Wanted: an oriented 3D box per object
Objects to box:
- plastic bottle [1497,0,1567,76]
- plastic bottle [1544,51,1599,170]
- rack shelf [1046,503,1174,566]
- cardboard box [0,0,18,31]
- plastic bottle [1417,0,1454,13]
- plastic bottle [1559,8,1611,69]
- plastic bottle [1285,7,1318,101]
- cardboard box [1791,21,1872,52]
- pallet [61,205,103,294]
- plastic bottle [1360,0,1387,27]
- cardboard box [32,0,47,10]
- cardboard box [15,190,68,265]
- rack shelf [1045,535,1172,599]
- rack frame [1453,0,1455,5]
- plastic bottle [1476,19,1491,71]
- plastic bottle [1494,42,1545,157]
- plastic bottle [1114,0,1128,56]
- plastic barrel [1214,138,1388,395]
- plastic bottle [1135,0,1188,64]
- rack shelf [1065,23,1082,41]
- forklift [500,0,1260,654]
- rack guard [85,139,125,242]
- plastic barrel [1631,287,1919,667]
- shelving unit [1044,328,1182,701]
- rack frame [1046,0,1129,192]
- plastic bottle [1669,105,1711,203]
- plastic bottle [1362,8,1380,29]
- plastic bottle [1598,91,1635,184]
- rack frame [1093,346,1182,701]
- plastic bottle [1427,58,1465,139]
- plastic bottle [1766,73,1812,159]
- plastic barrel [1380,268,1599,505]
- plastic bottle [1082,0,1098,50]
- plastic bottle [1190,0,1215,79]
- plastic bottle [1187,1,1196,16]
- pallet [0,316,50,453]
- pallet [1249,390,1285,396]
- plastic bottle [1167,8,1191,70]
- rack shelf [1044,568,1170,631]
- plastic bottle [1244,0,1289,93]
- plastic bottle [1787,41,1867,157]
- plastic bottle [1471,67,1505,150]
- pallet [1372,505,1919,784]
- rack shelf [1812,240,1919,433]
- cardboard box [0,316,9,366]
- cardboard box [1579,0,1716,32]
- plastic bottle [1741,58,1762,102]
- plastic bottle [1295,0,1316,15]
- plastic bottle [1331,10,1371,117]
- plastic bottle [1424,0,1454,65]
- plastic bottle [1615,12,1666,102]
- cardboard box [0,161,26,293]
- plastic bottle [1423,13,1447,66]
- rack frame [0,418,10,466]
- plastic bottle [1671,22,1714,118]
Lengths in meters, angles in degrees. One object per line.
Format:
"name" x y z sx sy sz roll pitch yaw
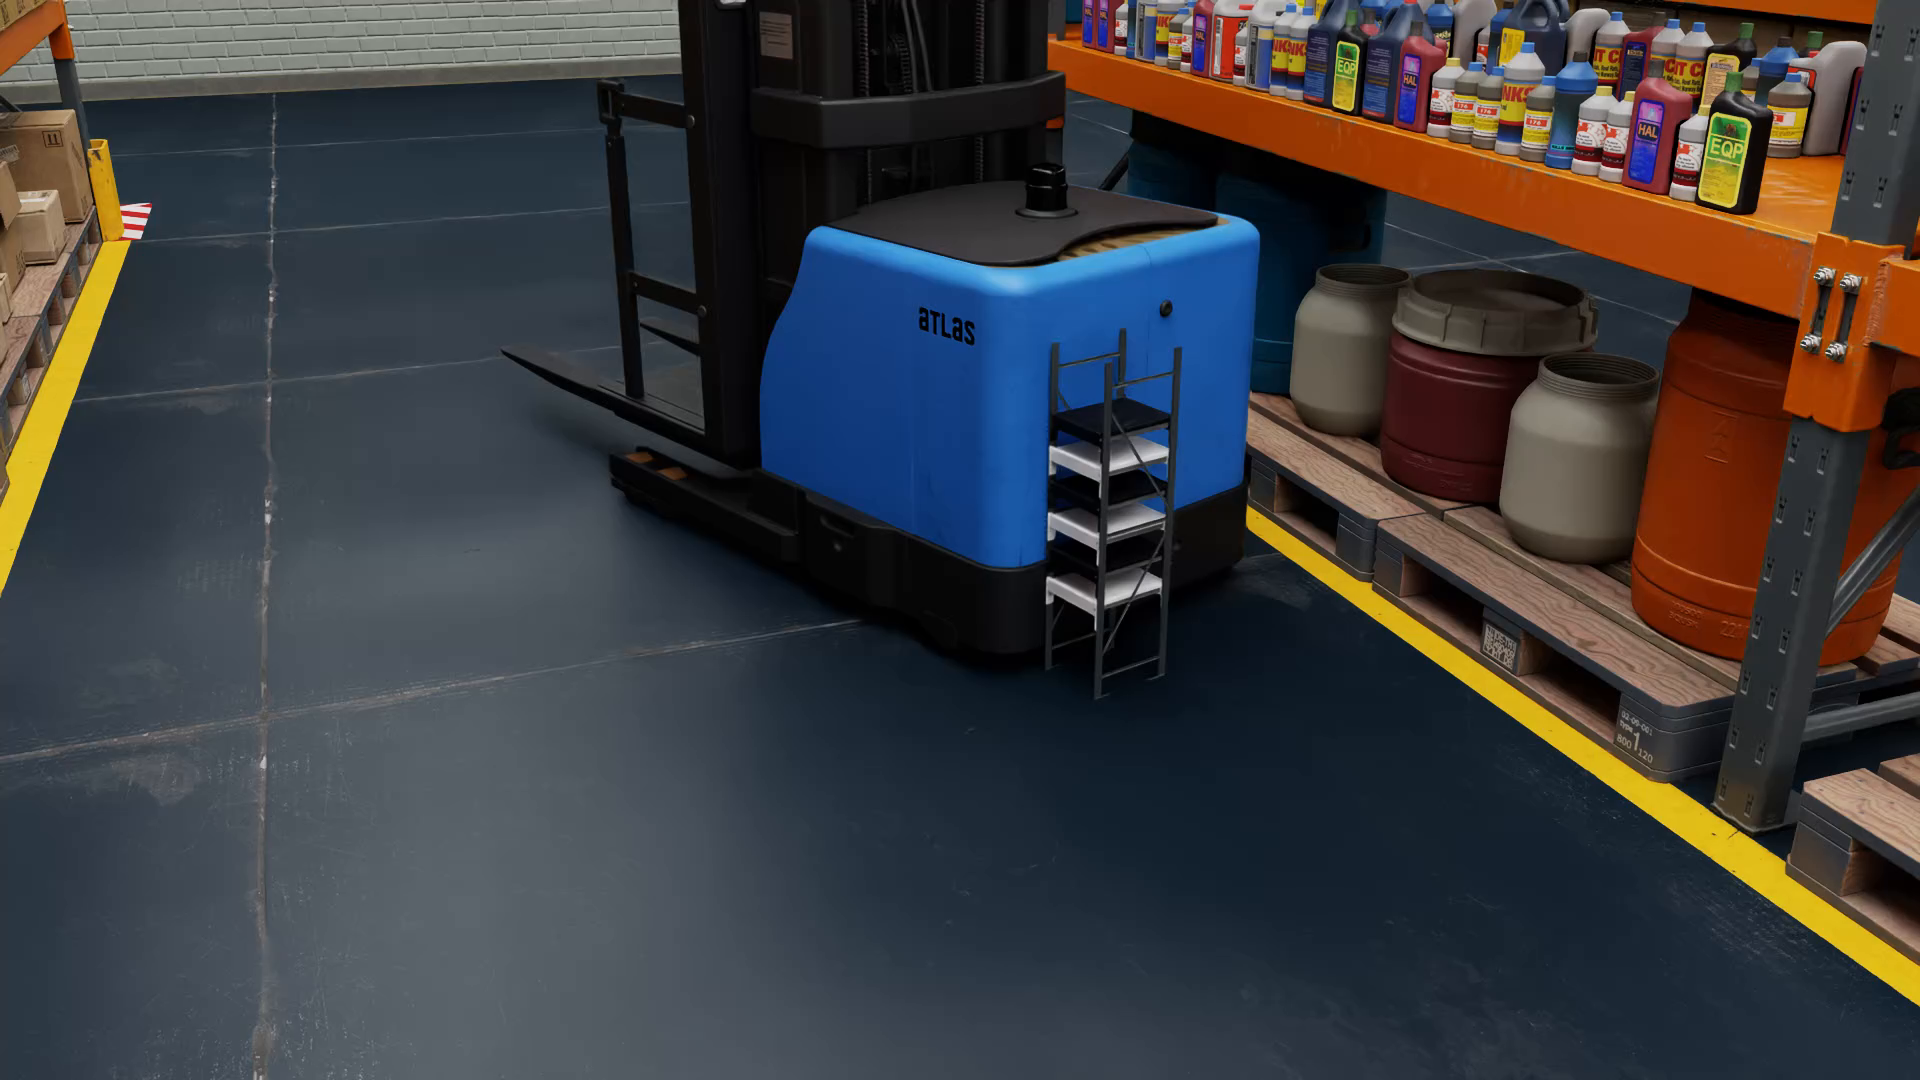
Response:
"plastic bottle" 1.712 -1.485 4.975 0.144 0.351 0.185 -8 24 -19
"plastic bottle" 1.483 -1.042 4.025 0.097 0.271 0.097 0 23 0
"rack shelf" 0.382 -0.030 4.249 0.258 0.077 0.200 -16 27 -33
"cardboard box" -4.314 -2.409 6.976 0.500 0.500 0.500 -9 24 -20
"plastic bottle" 1.583 -1.746 5.690 0.152 0.276 0.135 -8 24 -19
"plastic bottle" 1.859 -1.462 5.016 0.152 0.276 0.135 -8 24 -19
"plastic bottle" 1.052 -1.485 5.077 0.097 0.271 0.097 0 23 0
"cardboard box" 5.262 -2.412 9.305 0.875 0.875 0.875 -8 24 -19
"pallet" -4.953 -1.440 8.394 1.003 0.211 1.213 -8 24 -19
"plastic bottle" 1.425 -1.769 5.750 0.097 0.271 0.097 0 23 0
"cardboard box" -4.663 -2.775 7.842 0.500 0.500 0.500 -8 24 -19
"cardboard box" -4.532 -1.465 7.837 0.500 0.250 0.500 -8 24 -19
"rack shelf" 0.382 0.053 4.284 0.258 0.077 0.200 -16 27 -33
"rack frame" 4.007 -4.400 11.827 1.000 3.000 0.127 -8 24 -19
"plastic bottle" 1.731 -1.589 5.414 0.097 0.201 0.097 0 23 0
"plastic bottle" 1.415 -1.112 4.193 0.097 0.271 0.097 0 23 0
"plastic bottle" 0.622 -1.896 6.141 0.097 0.201 0.097 0 23 0
"plastic barrel" 1.213 -1.036 6.007 0.600 0.901 0.708 -8 24 -19
"plastic bottle" 0.723 -1.856 5.952 0.152 0.276 0.135 -8 24 -19
"rack shelf" 0.080 -2.662 8.630 1.077 0.370 4.000 -8 24 -19
"forklift" -0.517 -1.540 5.131 1.130 2.935 3.031 -19 30 -38
"rack guard" -5.235 -1.862 9.025 1.175 0.500 0.348 -8 24 -19
"plastic barrel" 2.011 -0.182 4.074 0.600 0.830 0.708 -8 24 -19
"shelving unit" 0.382 -0.061 4.236 0.258 0.900 0.210 -16 27 -33
"rack frame" 0.786 -2.267 6.766 1.000 3.000 0.127 -8 24 -19
"plastic bottle" 1.634 -0.855 3.672 0.097 0.201 0.097 0 23 0
"plastic bottle" 1.221 -1.470 5.040 0.097 0.271 0.097 0 23 0
"plastic bottle" 1.552 -0.939 3.871 0.097 0.201 0.097 0 23 0
"rack frame" 0.442 -0.029 4.160 0.240 0.900 0.006 -16 27 -33
"plastic bottle" 1.311 -1.186 4.458 0.097 0.201 0.097 0 23 0
"plastic bottle" 2.075 -1.068 4.177 0.097 0.201 0.097 0 23 0
"plastic barrel" 1.612 -0.481 5.094 0.600 0.588 0.708 -8 24 -19
"plastic bottle" 0.517 -2.021 6.334 0.061 0.283 0.133 -8 24 -19
"plastic bottle" 0.831 -1.699 5.568 0.061 0.283 0.133 -8 24 -19
"plastic bottle" 0.833 -1.846 6.023 0.097 0.201 0.097 0 23 0
"pallet" -4.091 -0.553 6.291 1.003 0.211 1.213 -8 24 -19
"pallet" 1.020 -0.696 6.629 1.003 0.211 1.213 -8 24 -19
"plastic bottle" 0.772 -1.741 5.773 0.097 0.201 0.097 0 23 0
"rack shelf" 0.382 0.135 4.319 0.258 0.077 0.200 -16 27 -33
"plastic bottle" 1.002 -1.569 5.269 0.152 0.276 0.135 -8 24 -19
"plastic bottle" 2.186 -1.126 4.219 0.152 0.276 0.135 -8 24 -19
"plastic bottle" 1.380 -1.115 4.290 0.097 0.201 0.097 0 23 0
"pallet" 1.882 0.191 4.526 1.003 0.211 1.213 -8 24 -19
"rack shelf" 2.906 0.245 1.733 1.077 0.370 4.000 -8 24 -19
"cardboard box" -3.795 -0.734 6.026 0.500 0.311 0.500 -8 24 -19
"cardboard box" 4.629 -3.062 10.848 0.875 0.875 0.875 -8 24 -19
"plastic bottle" 2.123 -1.186 4.457 0.097 0.201 0.097 0 23 0
"plastic bottle" 1.282 -1.935 6.043 0.144 0.351 0.185 -8 24 -19
"plastic bottle" 1.141 -1.379 4.810 0.061 0.283 0.133 -8 24 -19
"plastic bottle" 1.555 -1.636 5.434 0.097 0.271 0.097 0 23 0
"plastic bottle" 1.983 -1.387 4.830 0.061 0.283 0.133 -8 24 -19
"cardboard box" -4.517 -1.323 7.174 0.797 0.503 0.637 -8 24 -19
"plastic bottle" 1.323 -1.350 4.742 0.061 0.283 0.133 -8 24 -19
"rack frame" -3.849 -1.589 5.157 1.000 3.000 0.127 -8 24 -19
"plastic bottle" 2.042 -1.302 4.643 0.097 0.271 0.097 0 23 0
